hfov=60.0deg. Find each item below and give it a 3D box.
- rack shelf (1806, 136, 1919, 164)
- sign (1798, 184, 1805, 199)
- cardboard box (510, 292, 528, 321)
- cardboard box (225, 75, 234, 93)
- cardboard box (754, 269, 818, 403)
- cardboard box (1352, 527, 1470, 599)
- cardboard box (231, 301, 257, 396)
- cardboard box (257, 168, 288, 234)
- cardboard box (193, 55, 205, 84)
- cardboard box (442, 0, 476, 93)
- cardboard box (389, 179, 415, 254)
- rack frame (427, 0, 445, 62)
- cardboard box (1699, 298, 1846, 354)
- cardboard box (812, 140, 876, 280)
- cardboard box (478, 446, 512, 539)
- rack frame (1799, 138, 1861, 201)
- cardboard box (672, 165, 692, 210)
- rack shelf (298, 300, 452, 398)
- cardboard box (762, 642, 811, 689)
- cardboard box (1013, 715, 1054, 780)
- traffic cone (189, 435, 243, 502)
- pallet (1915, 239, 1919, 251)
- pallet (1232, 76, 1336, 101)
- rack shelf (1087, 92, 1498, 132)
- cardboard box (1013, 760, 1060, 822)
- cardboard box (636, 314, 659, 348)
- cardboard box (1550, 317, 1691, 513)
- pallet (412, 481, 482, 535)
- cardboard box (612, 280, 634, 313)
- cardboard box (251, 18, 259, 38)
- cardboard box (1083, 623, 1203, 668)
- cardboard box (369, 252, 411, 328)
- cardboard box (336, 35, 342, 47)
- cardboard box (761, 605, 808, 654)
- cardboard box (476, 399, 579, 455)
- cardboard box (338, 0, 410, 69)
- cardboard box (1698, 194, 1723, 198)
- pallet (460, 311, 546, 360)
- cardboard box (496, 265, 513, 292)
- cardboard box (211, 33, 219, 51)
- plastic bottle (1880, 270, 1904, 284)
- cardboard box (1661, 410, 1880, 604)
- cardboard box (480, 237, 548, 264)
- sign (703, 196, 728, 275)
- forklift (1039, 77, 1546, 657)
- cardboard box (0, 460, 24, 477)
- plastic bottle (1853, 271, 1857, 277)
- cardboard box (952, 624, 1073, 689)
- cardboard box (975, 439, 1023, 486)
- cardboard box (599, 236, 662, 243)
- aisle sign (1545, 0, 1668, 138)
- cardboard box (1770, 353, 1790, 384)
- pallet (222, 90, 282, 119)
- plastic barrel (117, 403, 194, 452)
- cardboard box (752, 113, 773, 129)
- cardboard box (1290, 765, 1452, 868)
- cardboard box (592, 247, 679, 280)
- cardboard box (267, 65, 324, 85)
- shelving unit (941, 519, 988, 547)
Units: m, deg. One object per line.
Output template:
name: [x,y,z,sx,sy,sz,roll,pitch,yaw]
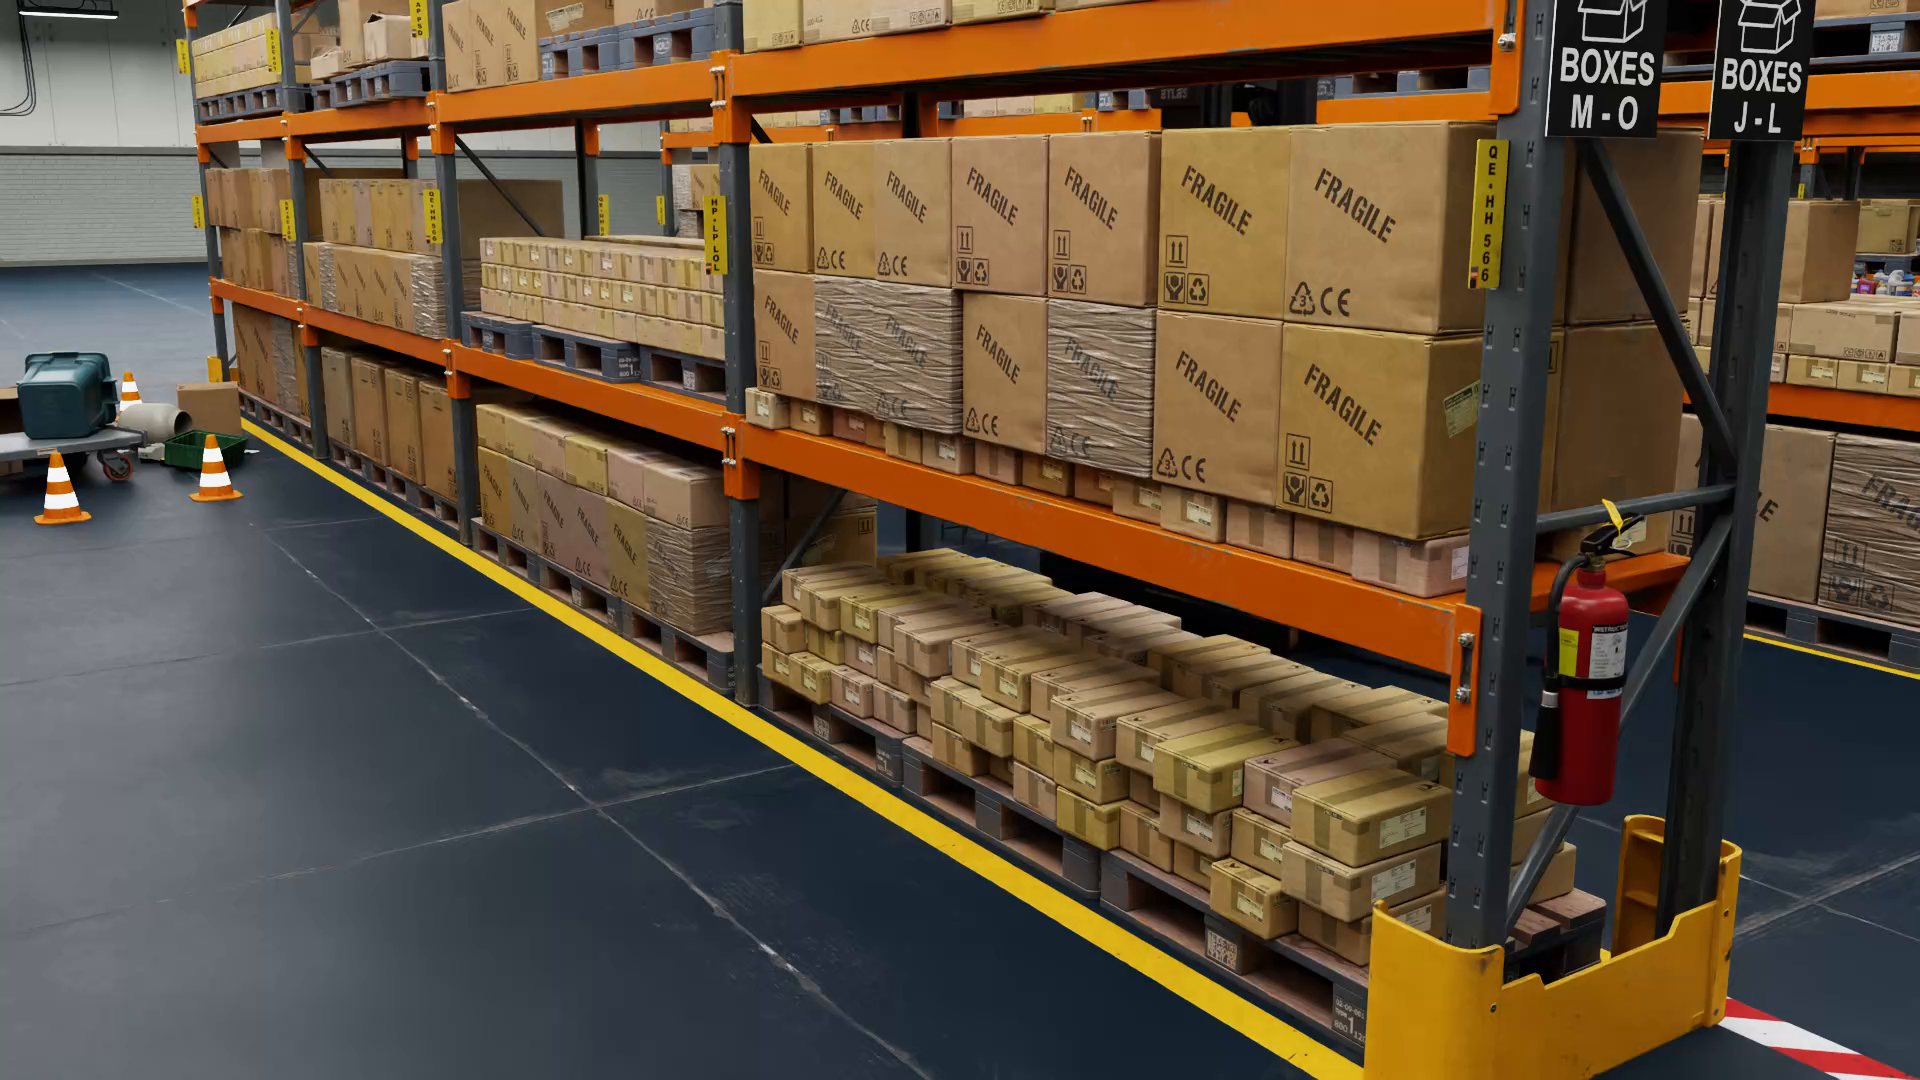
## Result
rack shelf: [10.761,-3.989,16.745,1.077,0.370,4.000,-8,15,-33]
sign: [9.192,-3.730,18.189,0.100,0.325,0.005,-8,15,-33]
cardboard box: [-2.403,-1.373,9.726,0.380,0.149,0.250,-7,14,-30]
cardboard box: [-6.450,-4.141,15.126,0.380,0.149,0.250,-8,15,-32]
cardboard box: [-0.501,-0.855,6.819,0.500,0.500,0.500,-8,15,-34]
cardboard box: [1.235,0.031,4.287,0.380,0.149,0.250,-8,15,-33]
cardboard box: [-6.783,-1.967,16.827,0.875,0.875,0.875,-8,15,-32]
cardboard box: [-5.575,-2.956,14.479,0.875,0.550,0.550,-8,15,-33]
cardboard box: [-7.160,-4.588,16.237,0.500,0.250,0.500,-8,15,-33]
cardboard box: [-2.687,-2.871,9.715,0.500,0.500,0.500,-8,15,-33]
cardboard box: [-3.589,-2.289,11.734,0.700,0.500,0.500,-8,15,-34]
rack frame: [-2.781,-4.421,10.013,1.000,3.000,0.127,-8,15,-33]
cardboard box: [4.225,-1.125,8.638,0.500,0.250,0.500,-8,14,-31]
cardboard box: [-0.218,-1.262,6.340,0.500,0.500,0.500,-9,15,-34]
cardboard box: [-2.602,-0.318,10.163,0.500,0.500,0.500,-9,15,-35]
rack frame: [9.653,-3.231,18.615,1.000,3.000,0.127,-8,15,-33]
cardboard box: [-2.951,-4.034,19.019,0.500,0.500,0.500,-8,15,-33]
rack shelf: [-3.890,-1.494,12.358,1.077,0.370,4.000,-8,15,-33]
cardboard box: [-0.631,0.512,7.191,0.380,0.149,0.250,-9,15,-35]
cardboard box: [0.407,0.684,5.705,0.380,0.149,0.250,-7,14,-30]
traffic cone: [-5.512,-0.545,12.270,0.336,0.463,0.334,-8,15,-33]
pallet: [13.291,-3.838,21.842,1.213,0.211,1.003,-8,15,-33]
pallet: [2.427,-3.125,11.553,1.003,0.211,1.213,-7,14,-30]
rack shelf: [2.512,-2.817,11.386,1.077,0.370,4.000,-8,15,-33]
cardboard box: [0.408,0.829,5.739,0.380,0.149,0.250,-8,15,-32]
cardboard box: [-1.370,-1.044,8.218,0.380,0.149,0.250,-9,15,-36]
cardboard box: [1.632,-0.374,4.620,0.500,0.500,0.500,-7,14,-30]
pallet: [-3.156,-0.277,11.634,1.003,0.211,1.213,-8,15,-33]
cardboard box: [-1.530,-1.240,8.417,0.380,0.149,0.250,-9,15,-36]
cardboard box: [-5.744,-4.305,14.008,0.380,0.149,0.250,-8,15,-33]
cardboard box: [0.679,0.431,6.166,0.380,0.149,0.250,-8,15,-33]
cardboard box: [-3.807,-1.765,11.677,0.500,0.500,0.500,-8,15,-34]
cardboard box: [-5.035,-4.113,14.065,0.500,0.250,0.500,-8,15,-32]
cardboard box: [-0.631,0.366,7.161,0.380,0.149,0.250,-7,14,-30]
cardboard box: [-2.601,-0.689,10.104,0.500,0.250,0.500,-9,15,-35]
cardboard box: [-3.978,-3.534,11.530,0.500,0.500,0.500,-8,15,-33]
cardboard box: [11.039,-4.880,24.704,0.500,0.500,0.500,-8,15,-33]
pallet: [-2.298,-1.282,10.153,1.213,0.211,1.003,-8,15,-33]
cardboard box: [-2.529,-1.560,9.883,0.380,0.149,0.250,-7,14,-30]
cardboard box: [-6.731,-4.621,15.455,0.380,0.149,0.250,-8,15,-34]
plastic bottle: [7.601,-2.066,13.578,0.152,0.276,0.135,-8,15,-33]
cardboard box: [4.418,-0.228,8.874,0.875,0.875,0.875,-8,15,-33]
cardboard box: [-2.684,-1.757,10.088,0.380,0.149,0.250,-8,15,-33]
sign: [-1.025,-1.278,6.974,0.100,0.325,0.005,-8,15,-33]
forklift: [1.799,-0.986,8.511,1.130,2.935,3.031,-10,16,-40]
cardboard box: [-7.727,-0.661,13.262,0.396,0.266,0.258,4,13,16]
plastic bottle: [7.081,-2.052,13.338,0.144,0.351,0.185,-8,15,-33]
cardboard box: [0.194,0.437,6.142,0.380,0.149,0.250,-9,15,-35]
cardboard box: [0.277,-0.296,5.783,0.380,0.149,0.250,-7,14,-31]
cardboard box: [-1.991,-1.785,10.217,0.380,0.149,0.250,-8,15,-33]
aisle sign: [1.442,-1.289,3.648,0.394,0.787,0.004,-8,15,-33]
cardboard box: [4.225,-0.903,8.556,0.380,0.149,0.250,-8,15,-32]
pallet: [-6.114,-3.987,15.258,1.003,0.211,1.213,-8,15,-33]
plastic barrel: [-6.903,-0.963,14.275,0.512,0.421,0.421,1,12,6]
cardboard box: [-1.850,-4.397,17.277,0.500,0.250,0.500,-8,15,-33]
cardboard box: [1.147,0.766,4.638,0.380,0.149,0.250,-8,15,-32]
cardboard box: [-1.672,-1.432,8.601,0.380,0.149,0.250,-9,15,-35]
cardboard box: [-5.466,-3.825,13.681,0.380,0.149,0.250,-8,15,-33]
shelving unit: [0.030,-0.503,10.706,0.215,1.050,0.252,-8,15,-33]
